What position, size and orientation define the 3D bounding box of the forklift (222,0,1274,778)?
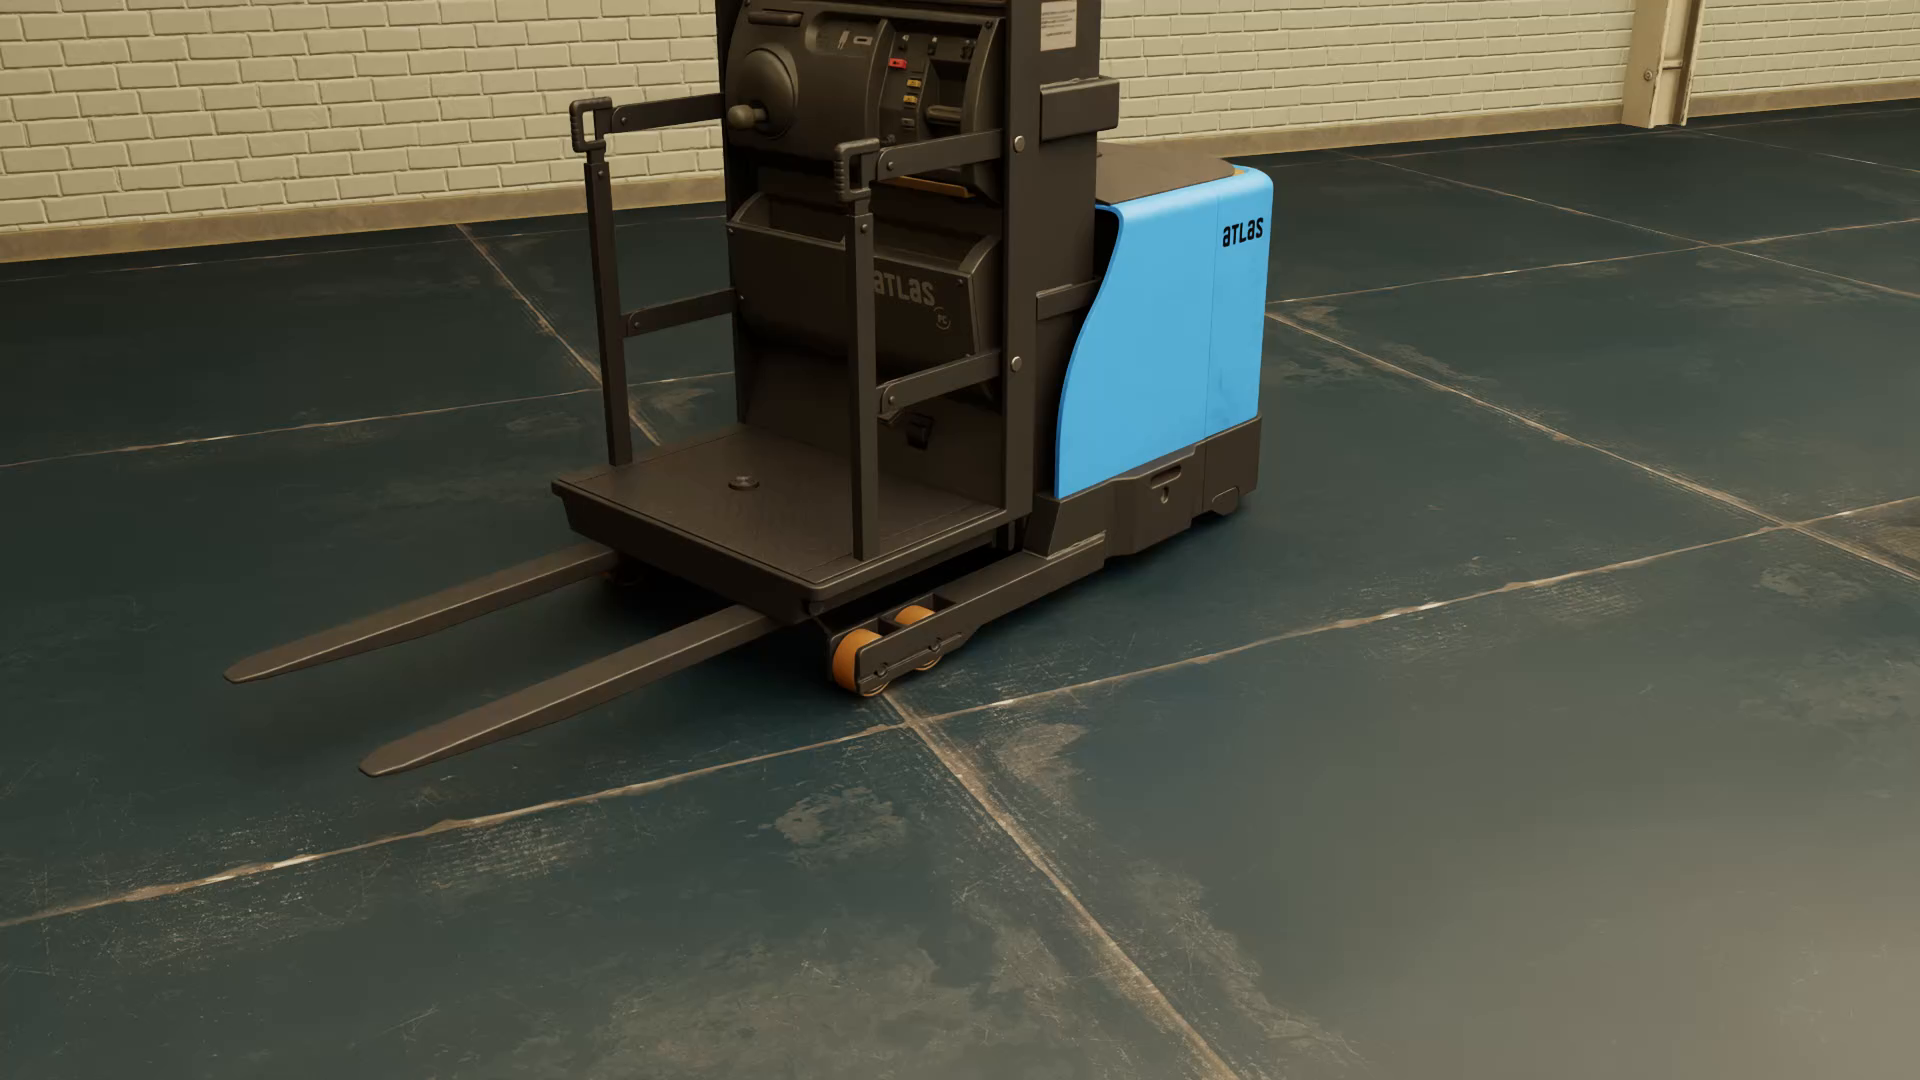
[{"bbox_3d":[-0.413,-1.182,4.131,1.130,2.935,3.031,19,29,39],"label":"forklift"}]
